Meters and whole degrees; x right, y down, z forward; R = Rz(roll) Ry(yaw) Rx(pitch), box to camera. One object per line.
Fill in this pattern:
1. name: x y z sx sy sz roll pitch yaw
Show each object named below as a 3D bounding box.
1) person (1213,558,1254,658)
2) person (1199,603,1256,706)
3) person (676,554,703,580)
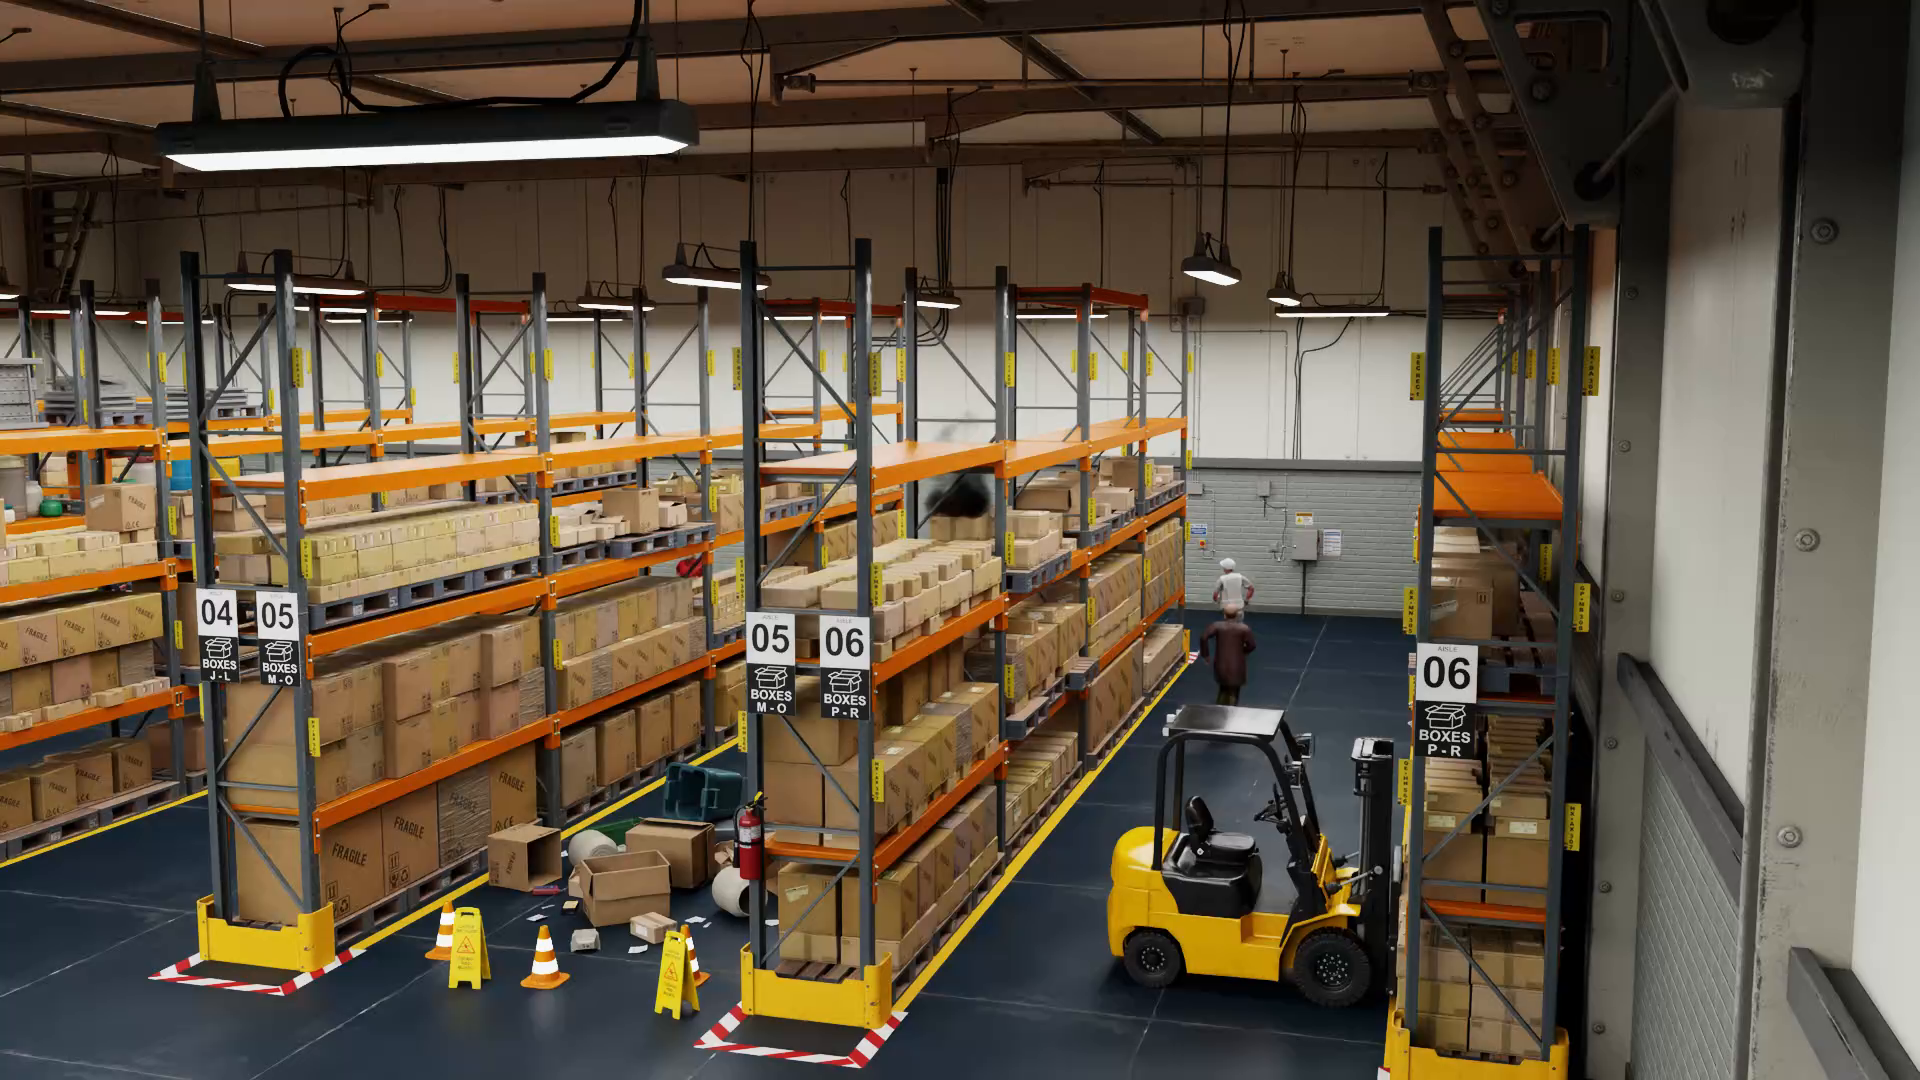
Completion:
1. person: 4.608 1.150 28.329 0.731 1.727 0.532 -1 6 -10
2. person: 3.683 1.752 22.806 0.727 1.796 0.754 2 7 21
3. person: -4.760 0.979 29.681 0.685 1.725 0.945 0 6 2
